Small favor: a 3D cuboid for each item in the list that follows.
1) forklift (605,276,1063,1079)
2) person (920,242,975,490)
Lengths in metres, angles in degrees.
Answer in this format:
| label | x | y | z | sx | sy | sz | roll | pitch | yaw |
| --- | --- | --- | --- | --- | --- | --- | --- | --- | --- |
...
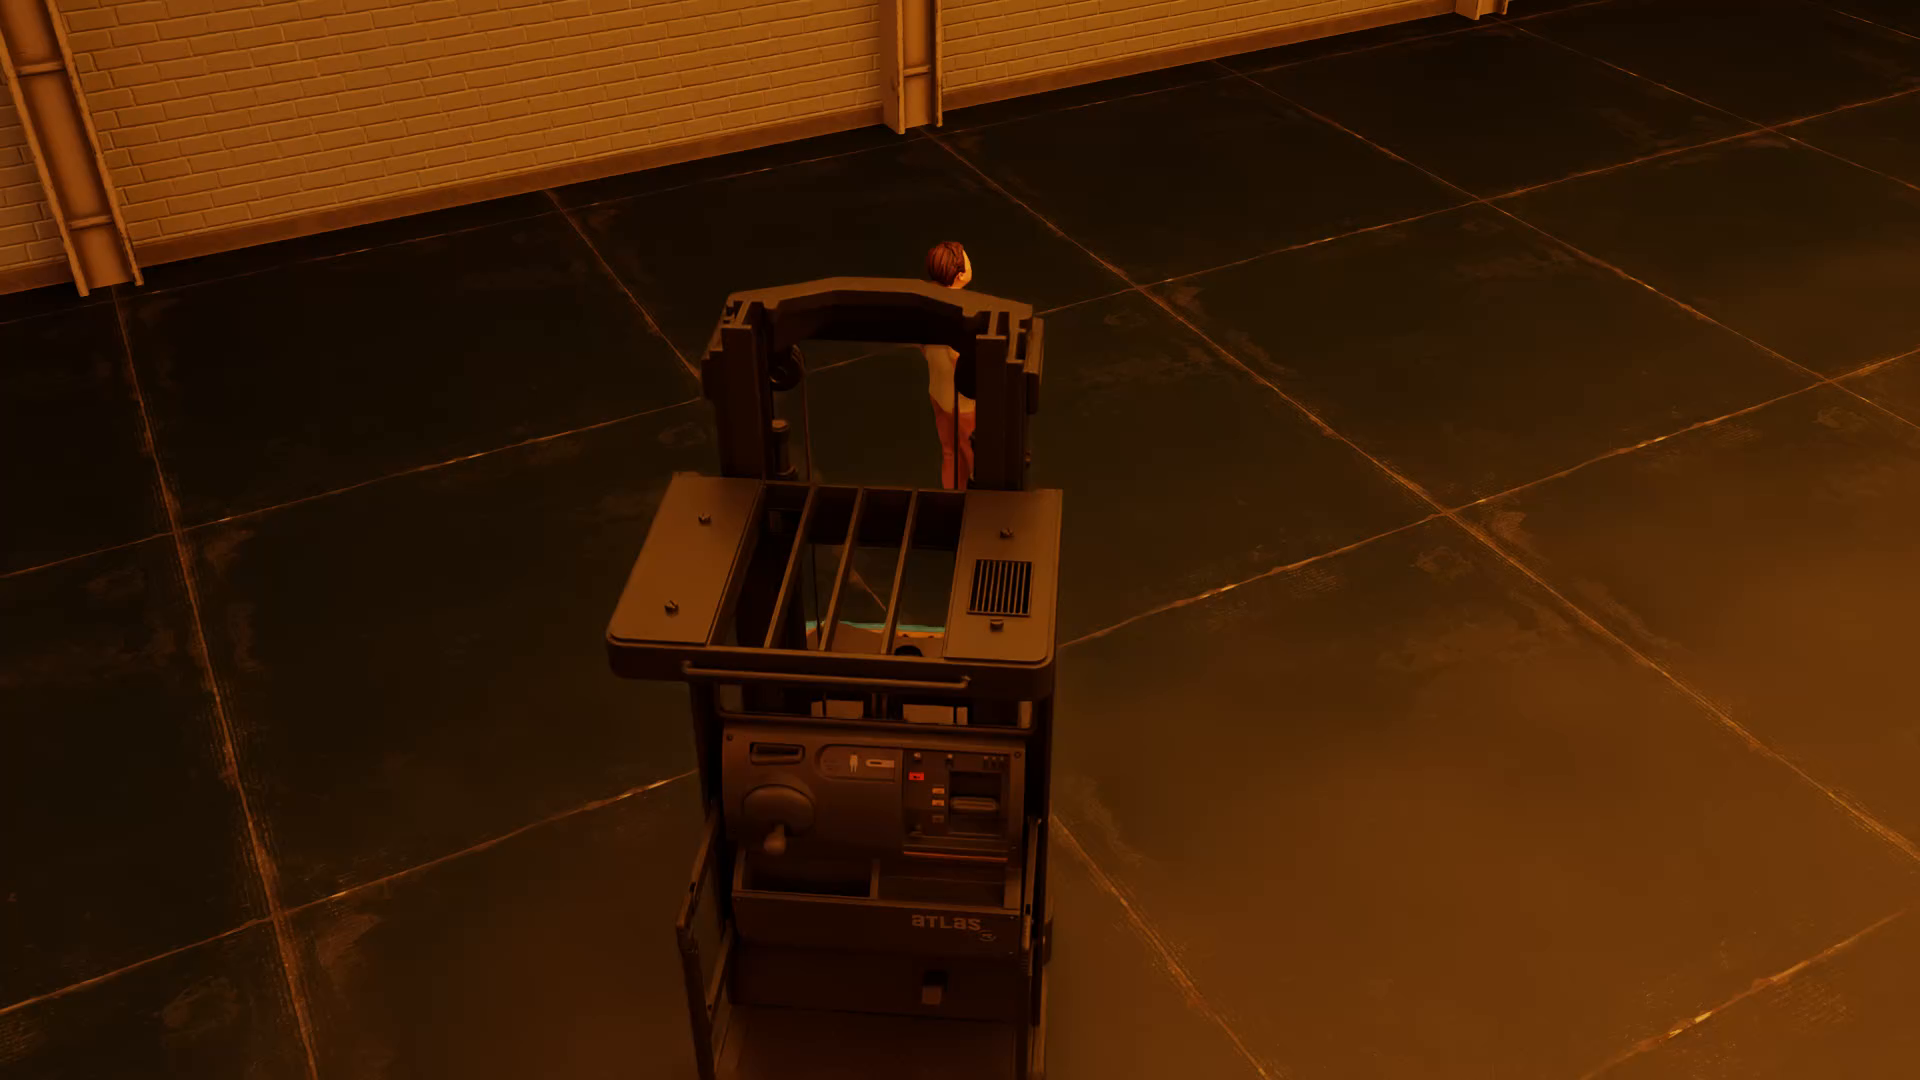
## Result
| label | x | y | z | sx | sy | sz | roll | pitch | yaw |
| --- | --- | --- | --- | --- | --- | --- | --- | --- | --- |
| forklift | -0.283 | 0.848 | 4.923 | 1.130 | 2.935 | 3.031 | 3 | 35 | 4 |
| person | 0.071 | -0.704 | 8.194 | 0.548 | 1.673 | 0.553 | -17 | 39 | -23 |
